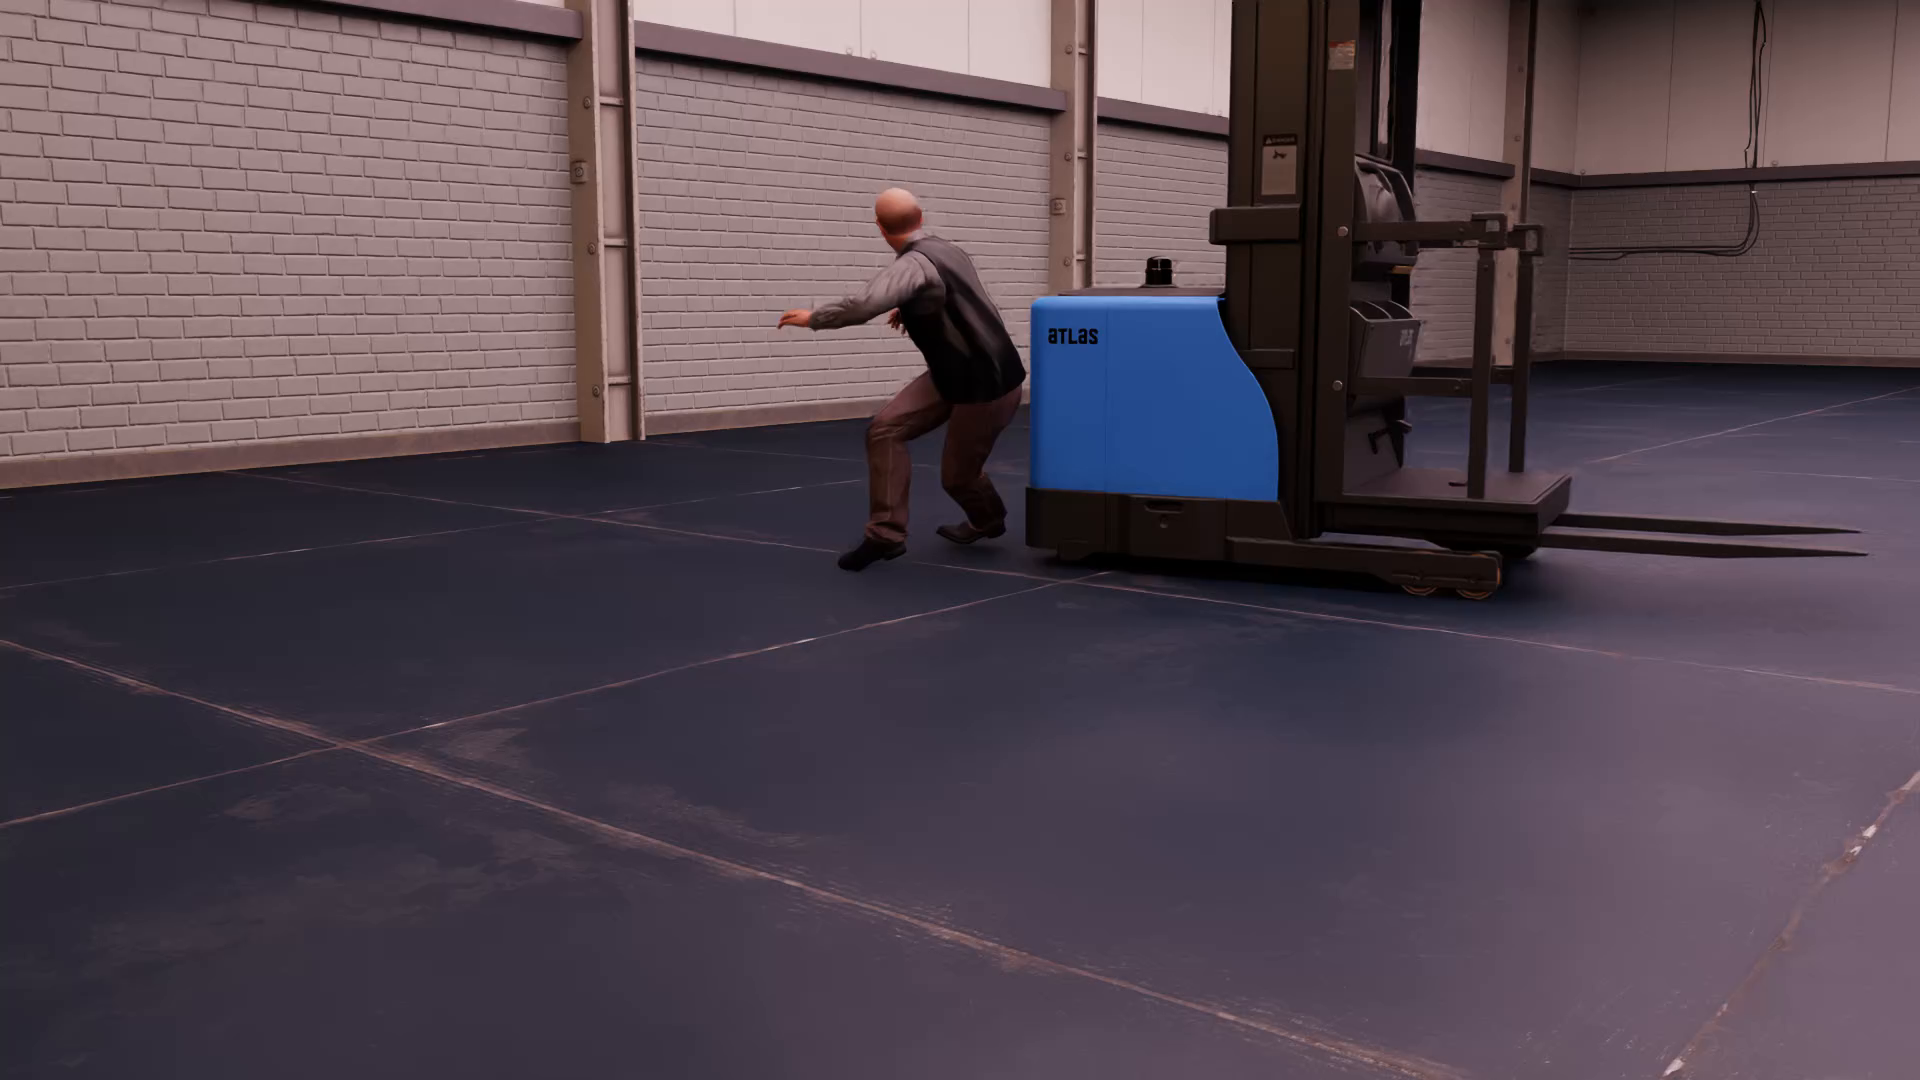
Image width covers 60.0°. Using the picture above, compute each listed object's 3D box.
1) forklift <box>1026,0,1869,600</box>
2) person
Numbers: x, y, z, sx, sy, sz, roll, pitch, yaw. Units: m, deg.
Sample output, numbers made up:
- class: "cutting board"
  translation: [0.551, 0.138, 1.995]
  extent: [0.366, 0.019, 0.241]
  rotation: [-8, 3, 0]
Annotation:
- class: "forklift"
  translation: [1.821, -1.323, 6.326]
  extent: [3.031, 2.935, 1.130]
  rotation: [4, 9, 26]
- class: "person"
  translation: [-0.240, -0.640, 6.670]
  extent: [1.003, 1.498, 0.943]
  rotation: [-2, 8, -10]
